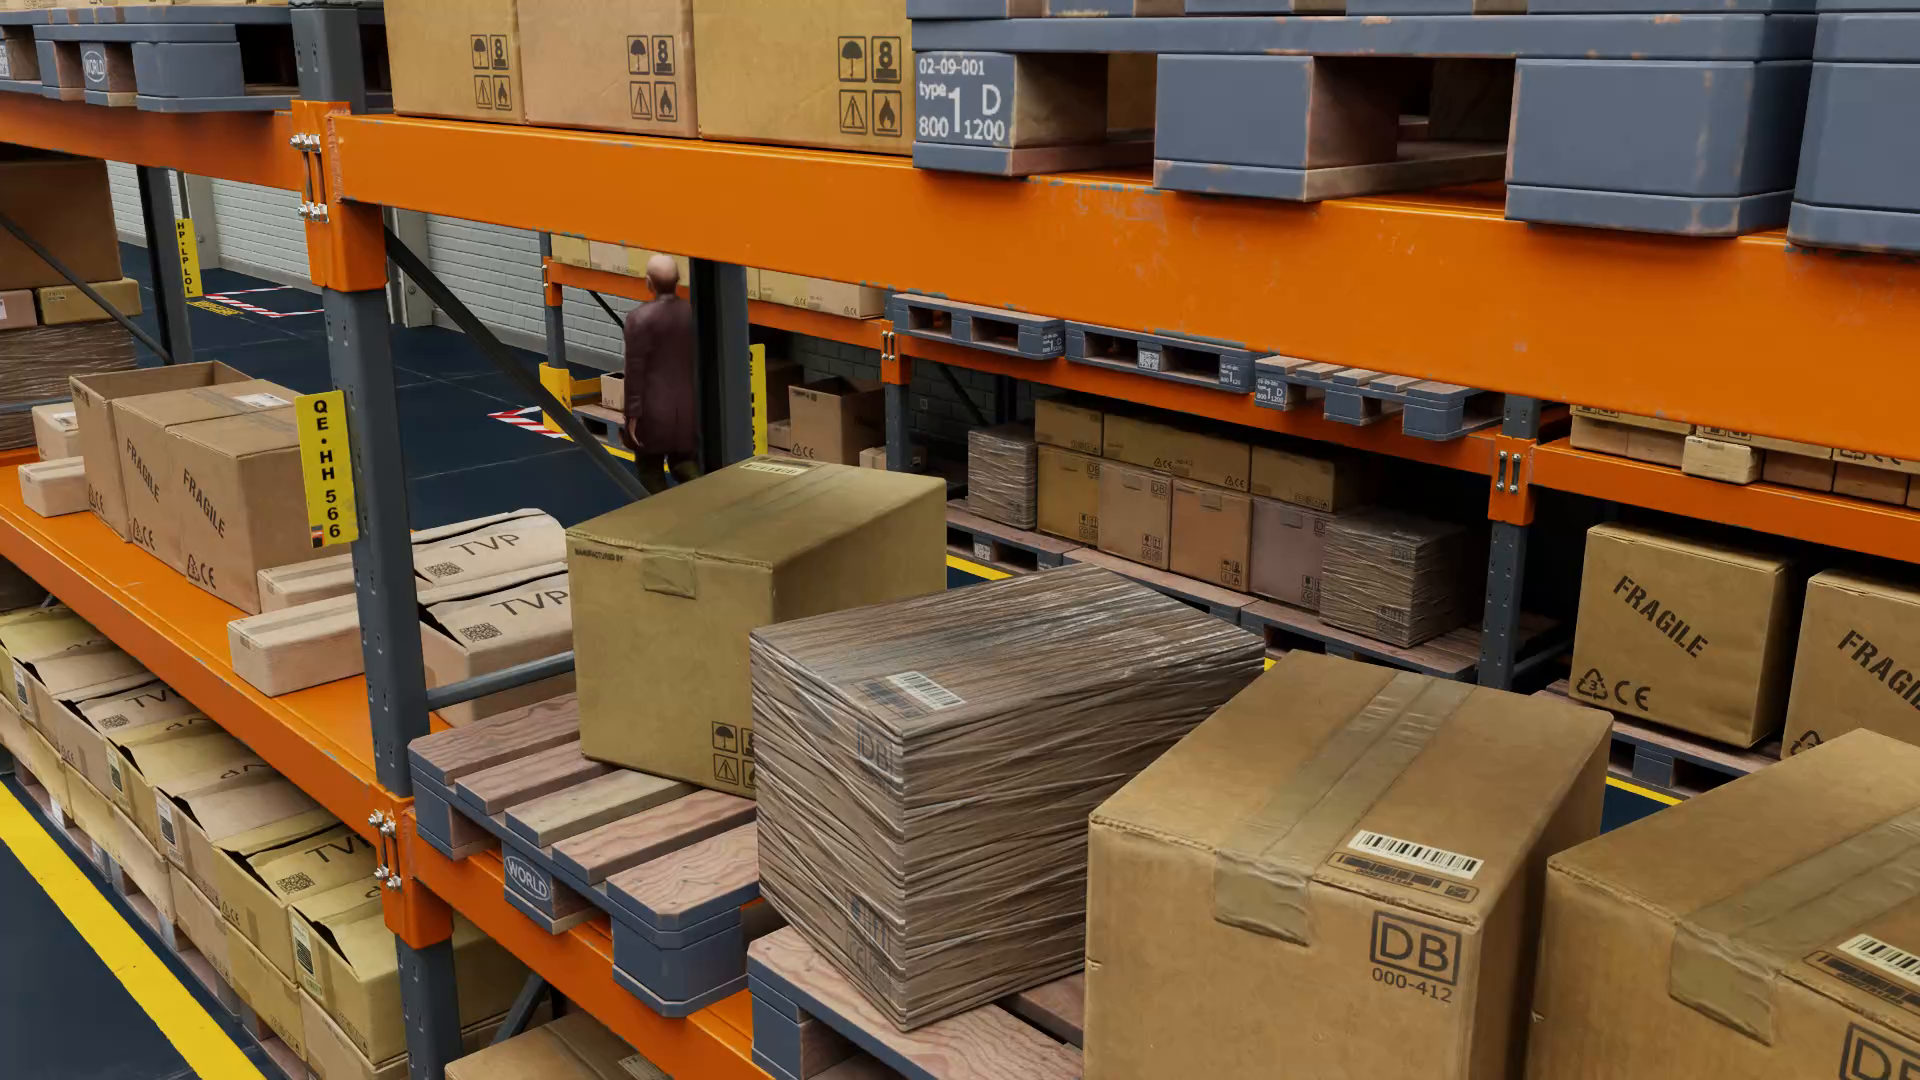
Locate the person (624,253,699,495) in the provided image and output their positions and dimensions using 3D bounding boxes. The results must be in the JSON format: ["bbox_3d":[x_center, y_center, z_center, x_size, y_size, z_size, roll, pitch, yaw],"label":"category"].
[{"bbox_3d":[-1.633,-0.740,9.430,0.576,1.760,0.722,-14,22,-38],"label":"person"}]
